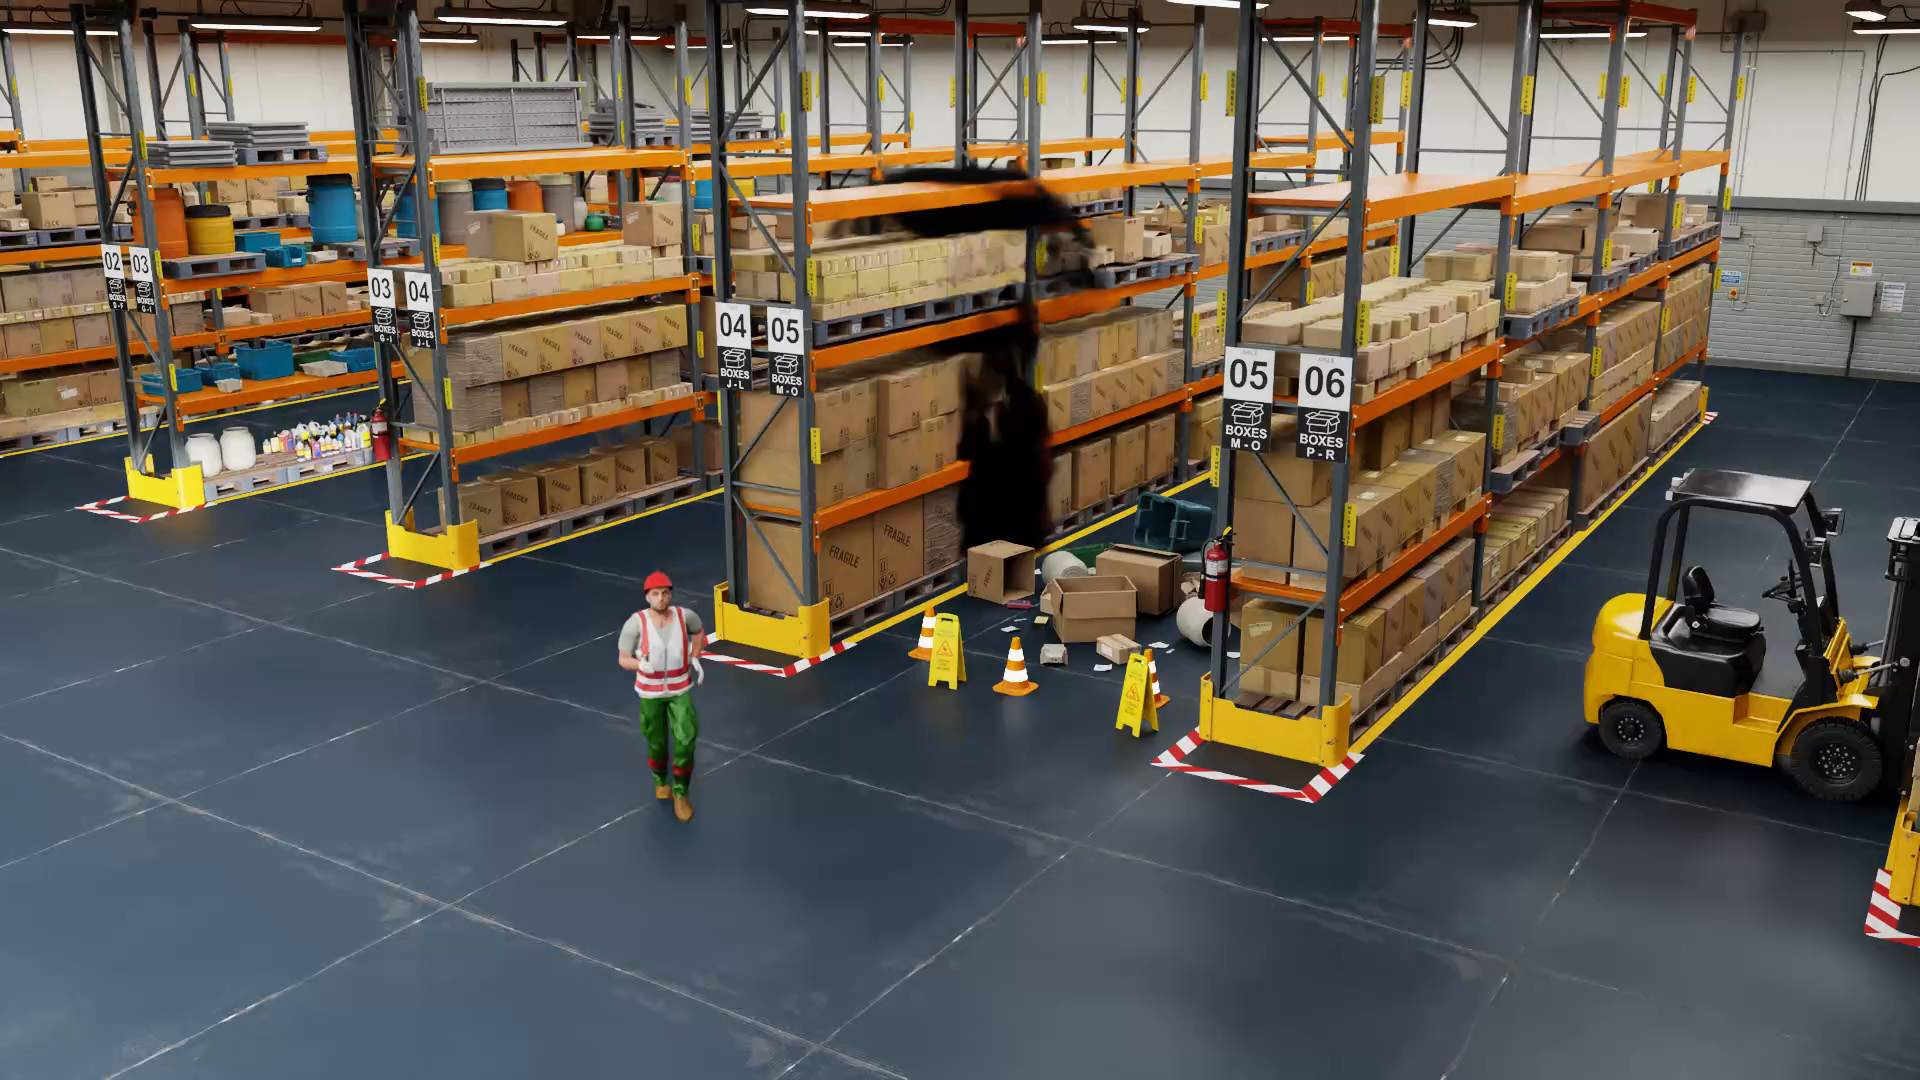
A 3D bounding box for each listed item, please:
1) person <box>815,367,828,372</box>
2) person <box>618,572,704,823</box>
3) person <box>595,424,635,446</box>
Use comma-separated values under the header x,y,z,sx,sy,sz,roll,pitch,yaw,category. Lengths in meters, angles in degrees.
x,y,z,sx,sy,sz,roll,pitch,yaw,category
-1.677,-1.442,20.279,0.582,1.672,0.577,6,17,22,person
-2.097,1.119,11.865,0.632,1.824,0.699,-4,16,-14,person
-4.661,-1.793,22.554,0.636,1.726,0.814,9,18,29,person
